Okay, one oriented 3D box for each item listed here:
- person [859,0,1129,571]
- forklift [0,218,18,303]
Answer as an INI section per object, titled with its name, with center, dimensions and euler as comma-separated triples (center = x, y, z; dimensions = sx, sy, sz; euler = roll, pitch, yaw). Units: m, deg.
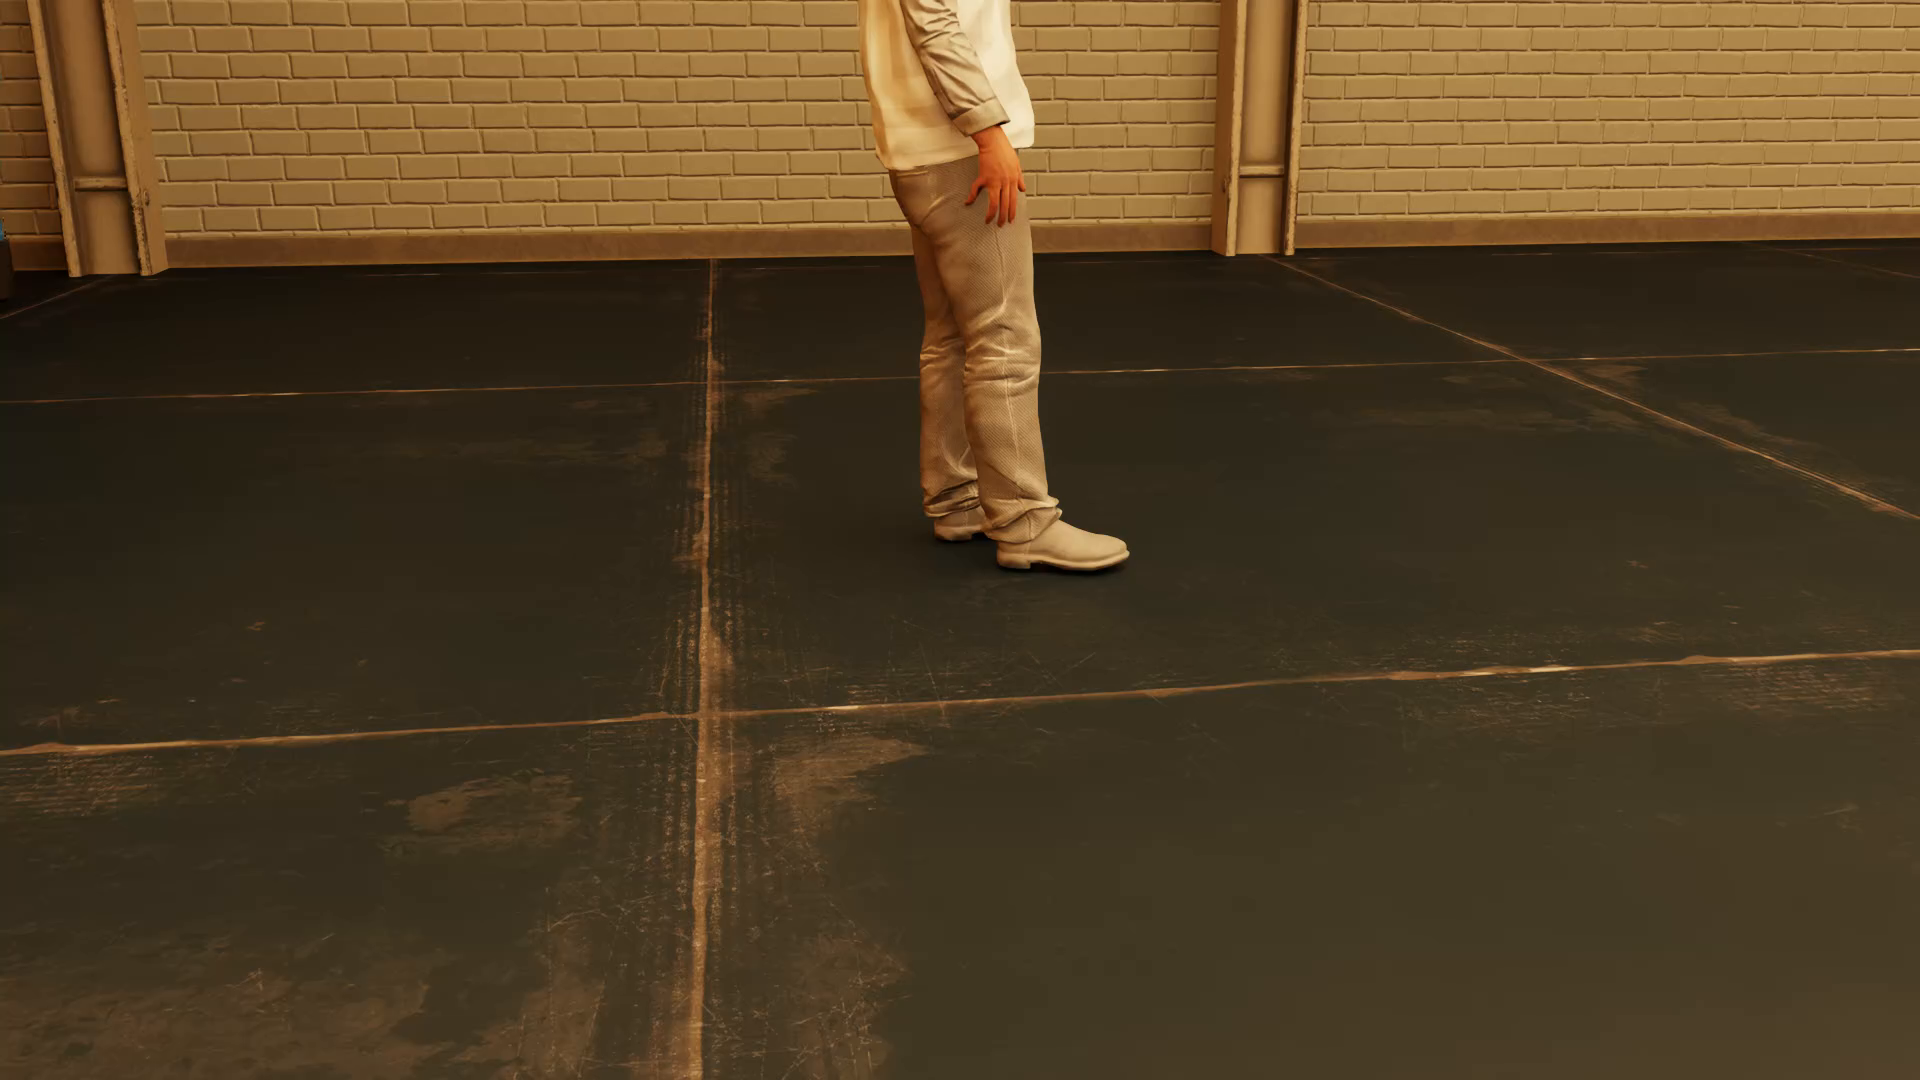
[person]
center = 0.062, -0.857, 3.708
dimensions = 0.568, 1.773, 0.632
euler = -2, 17, -8
[forklift]
center = -5.591, -2.516, 7.236
dimensions = 3.031, 2.935, 1.130
euler = 11, 20, 33
